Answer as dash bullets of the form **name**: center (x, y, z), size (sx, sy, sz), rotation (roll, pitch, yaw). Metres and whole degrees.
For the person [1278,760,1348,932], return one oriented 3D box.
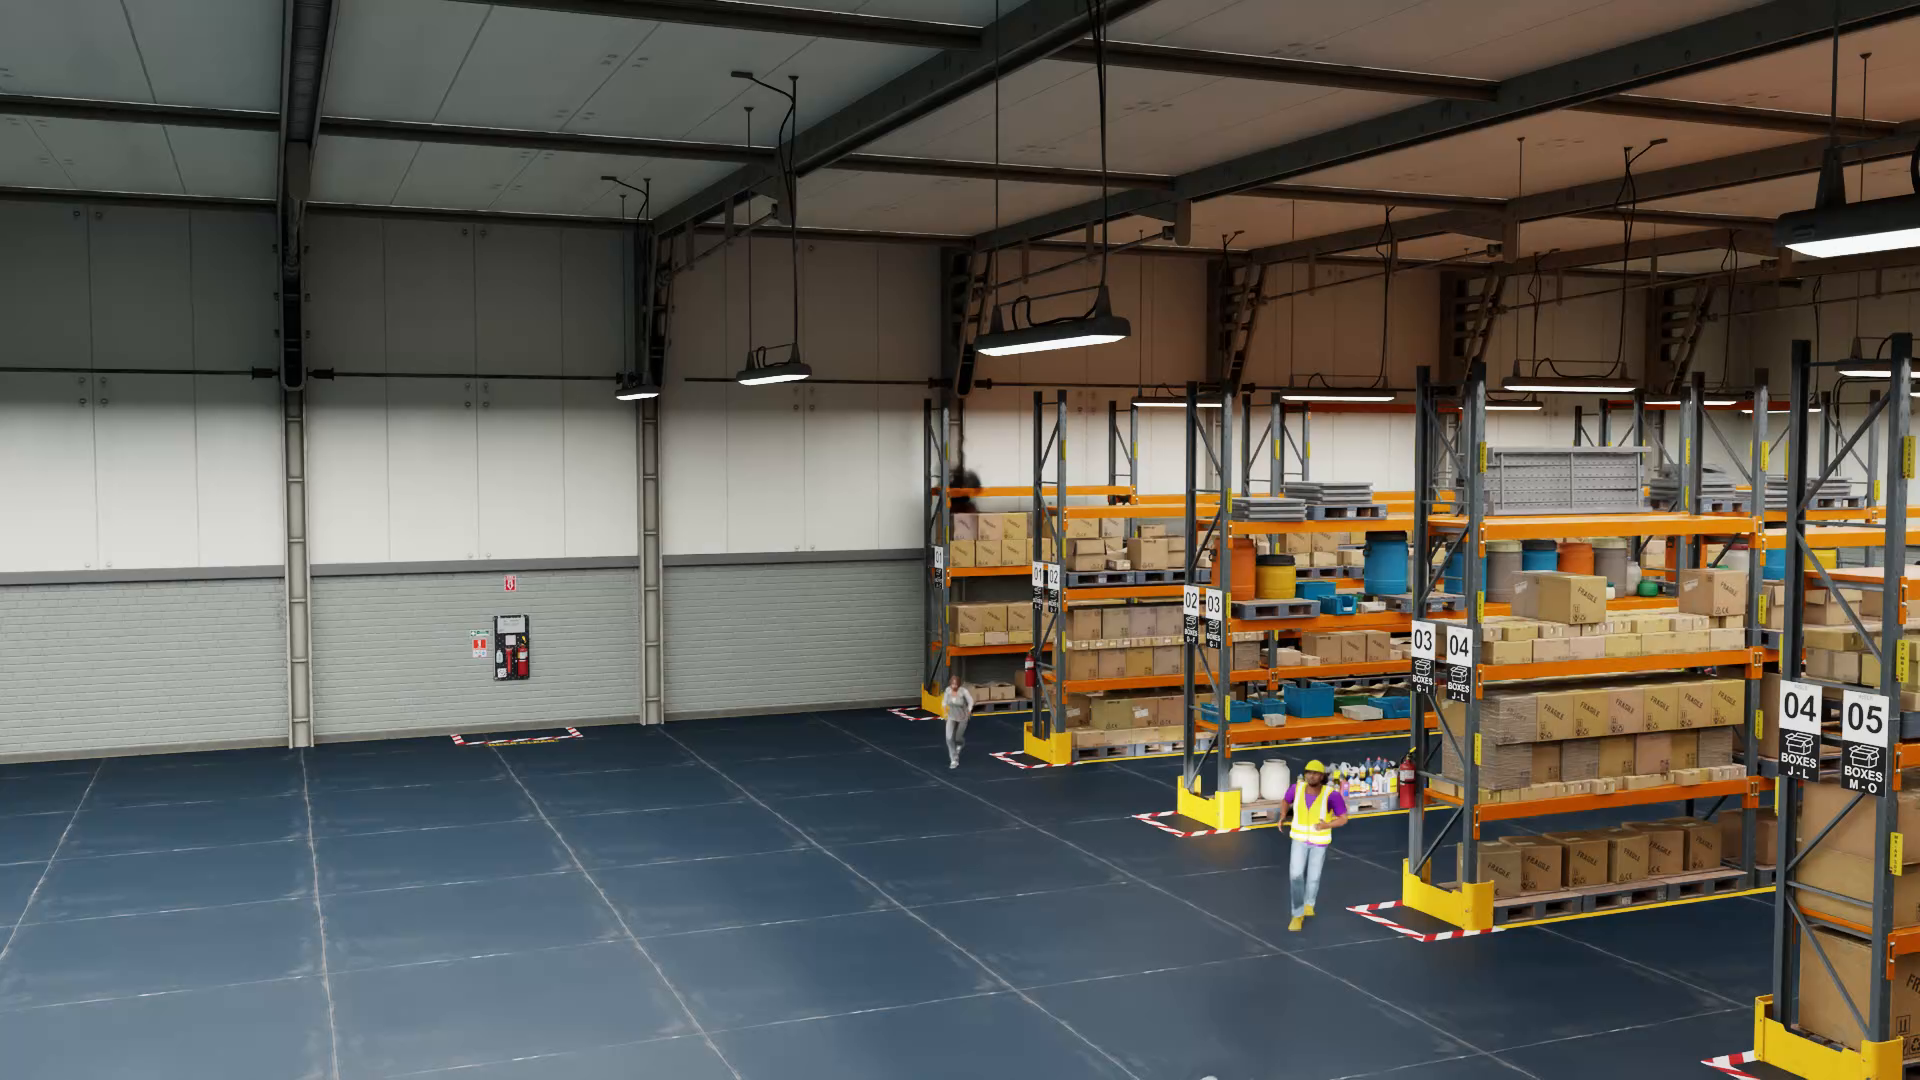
- **person**: center (3.771, 3.251, 17.755), size (0.732, 1.844, 0.680), rotation (1, 4, 21)

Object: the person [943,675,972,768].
- **person**: center (1.168, 2.682, 29.786), size (1.201, 1.494, 7.700), rotation (1, 3, 14)
